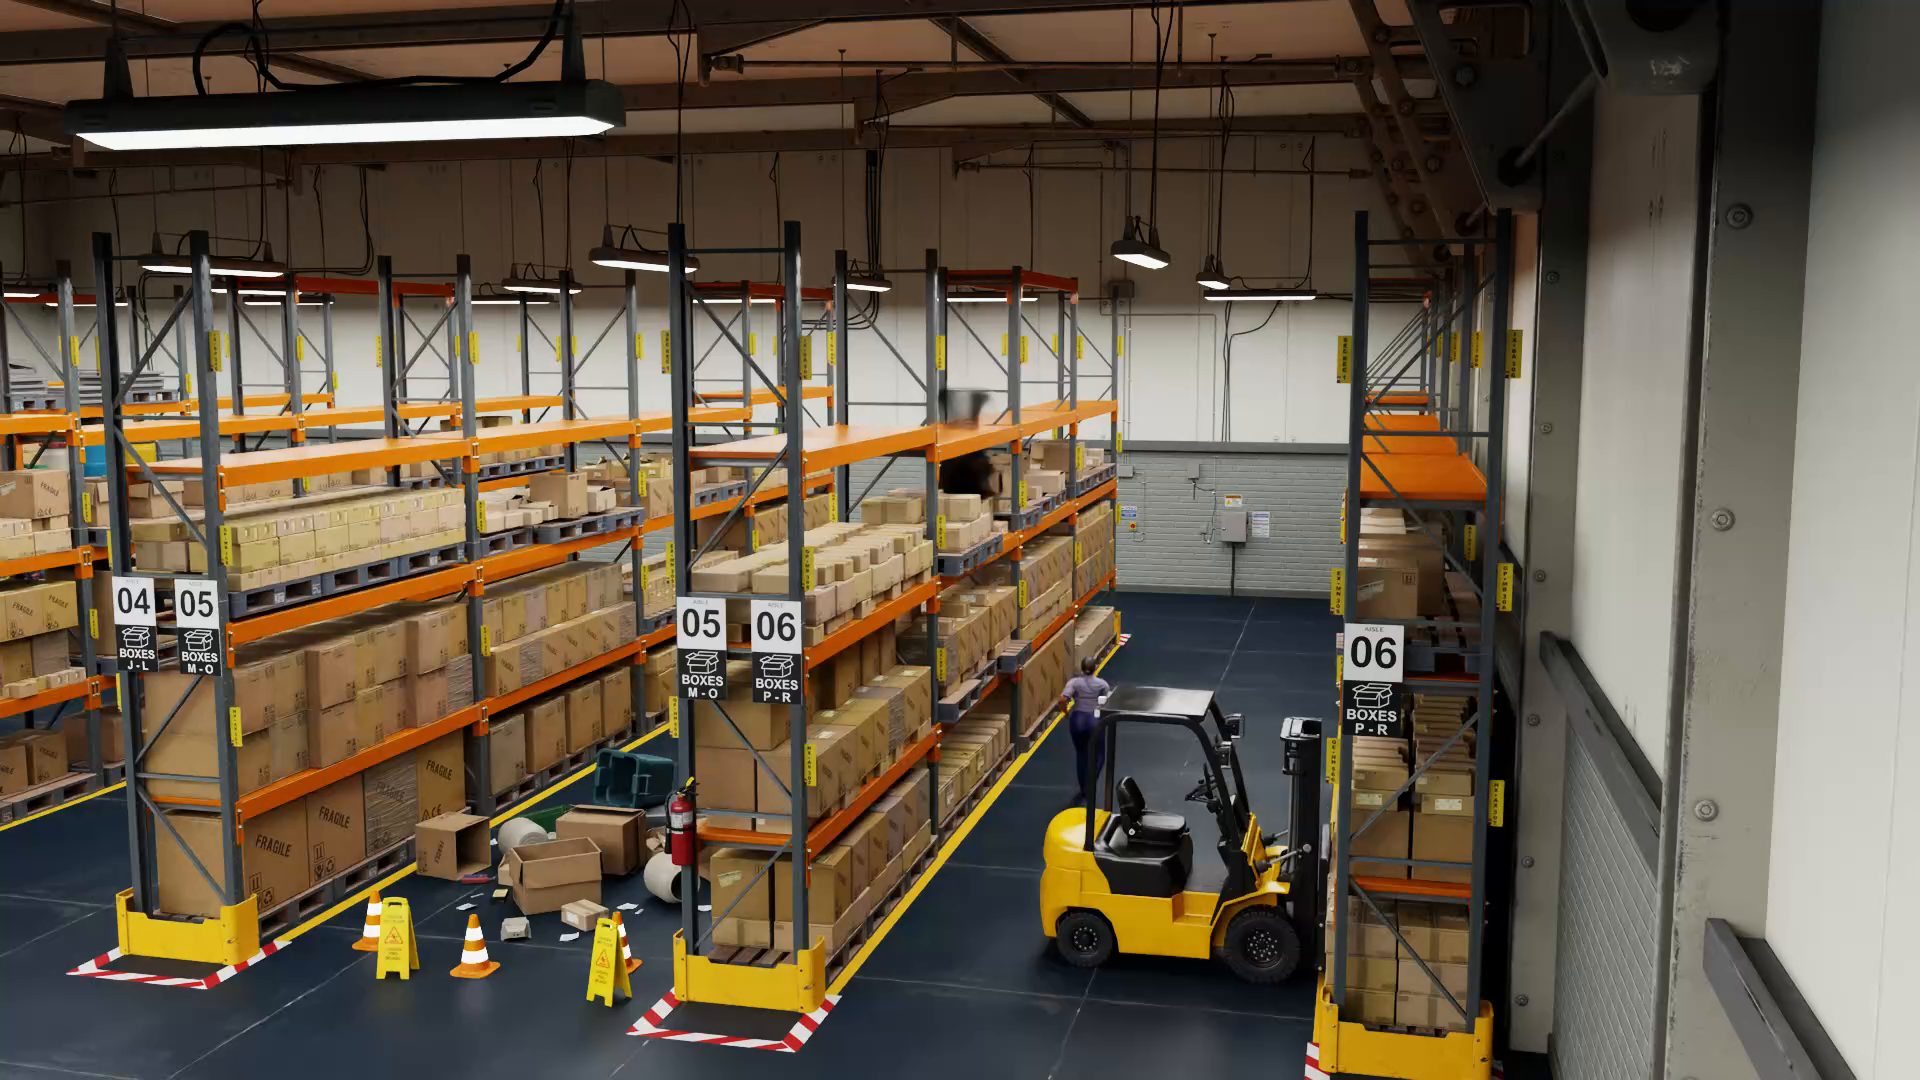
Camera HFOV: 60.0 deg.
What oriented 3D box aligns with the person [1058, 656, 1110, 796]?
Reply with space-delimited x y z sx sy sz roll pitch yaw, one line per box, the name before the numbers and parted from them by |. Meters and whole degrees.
person | 1.431 2.094 18.647 0.614 1.600 0.843 2 7 13
